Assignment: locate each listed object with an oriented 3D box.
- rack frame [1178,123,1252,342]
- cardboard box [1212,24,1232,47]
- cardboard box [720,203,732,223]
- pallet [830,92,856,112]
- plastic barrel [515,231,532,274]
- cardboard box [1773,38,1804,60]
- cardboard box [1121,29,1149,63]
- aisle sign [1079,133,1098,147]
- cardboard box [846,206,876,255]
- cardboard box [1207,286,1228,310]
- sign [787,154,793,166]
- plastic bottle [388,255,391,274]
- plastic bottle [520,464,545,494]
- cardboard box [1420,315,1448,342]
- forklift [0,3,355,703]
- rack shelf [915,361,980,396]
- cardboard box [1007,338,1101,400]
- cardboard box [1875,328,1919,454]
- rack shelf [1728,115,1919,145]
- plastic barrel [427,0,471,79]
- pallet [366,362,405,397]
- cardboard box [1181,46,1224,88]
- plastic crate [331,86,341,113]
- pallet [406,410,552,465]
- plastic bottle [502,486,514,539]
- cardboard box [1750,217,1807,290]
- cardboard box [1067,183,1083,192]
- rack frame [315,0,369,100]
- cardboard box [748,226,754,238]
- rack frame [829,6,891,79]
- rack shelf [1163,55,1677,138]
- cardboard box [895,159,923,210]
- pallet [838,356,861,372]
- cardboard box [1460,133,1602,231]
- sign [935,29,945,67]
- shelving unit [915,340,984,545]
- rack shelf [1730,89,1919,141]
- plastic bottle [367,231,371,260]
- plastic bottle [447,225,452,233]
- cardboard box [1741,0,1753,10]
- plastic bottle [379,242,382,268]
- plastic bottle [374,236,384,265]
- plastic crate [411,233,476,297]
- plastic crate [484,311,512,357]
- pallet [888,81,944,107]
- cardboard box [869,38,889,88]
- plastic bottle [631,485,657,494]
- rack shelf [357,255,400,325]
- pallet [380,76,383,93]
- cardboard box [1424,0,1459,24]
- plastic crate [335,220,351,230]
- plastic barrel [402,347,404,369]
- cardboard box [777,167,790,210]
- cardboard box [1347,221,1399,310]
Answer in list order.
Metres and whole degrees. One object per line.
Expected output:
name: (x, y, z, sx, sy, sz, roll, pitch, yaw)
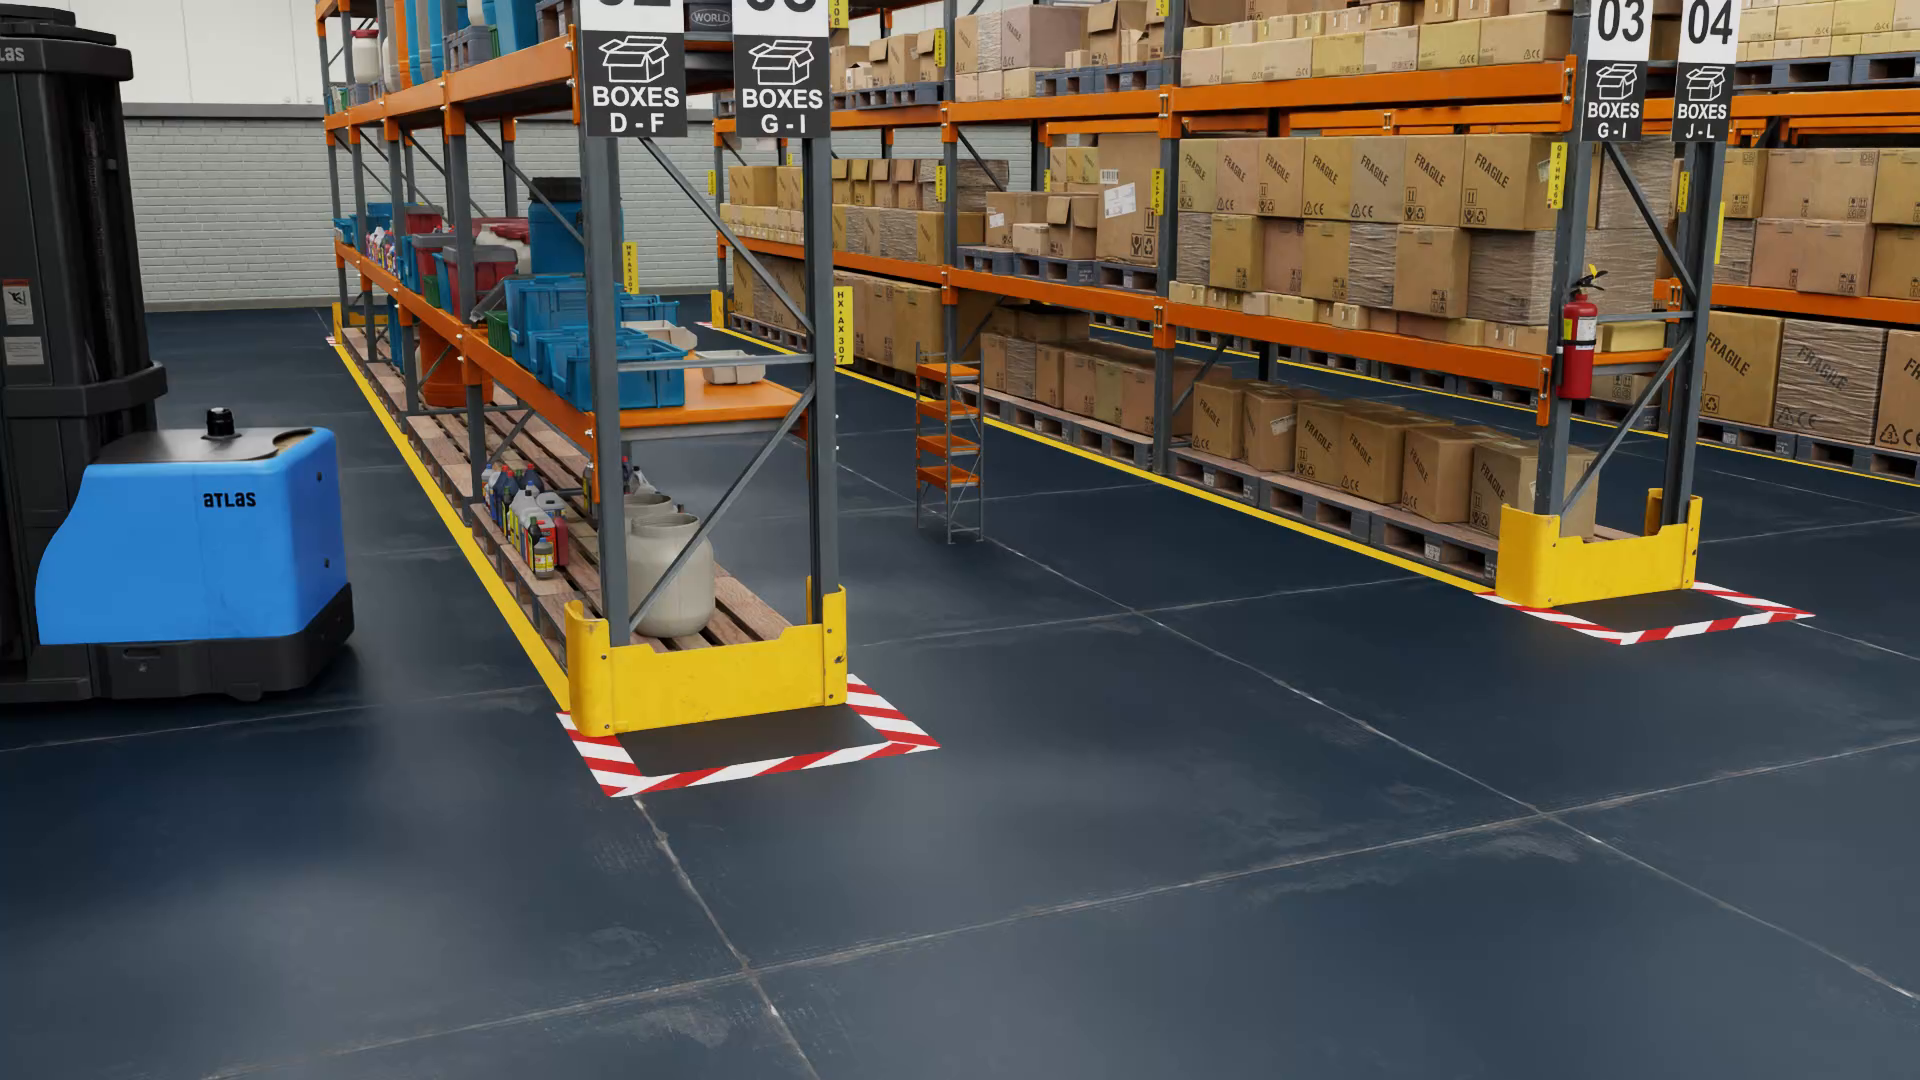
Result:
rack frame: (3.311, -4.074, 21.321, 1.000, 3.000, 0.127, -6, 14, -23)
cardboard box: (1.947, -3.433, 11.346, 0.380, 0.149, 0.250, -6, 14, -26)
cardboard box: (-2.932, -4.422, 22.495, 0.500, 0.250, 0.500, -6, 14, -24)
pallet: (-0.862, -4.830, 18.359, 0.805, 0.209, 1.217, -6, 14, -25)
plastic barrel: (-2.790, -1.831, 11.325, 0.433, 0.535, 0.433, 0, 13, 0)
cardboard box: (6.554, -3.803, 12.900, 0.380, 0.149, 0.250, -6, 14, -23)
cardboard box: (1.462, -3.780, 12.764, 0.396, 0.266, 0.258, -5, 14, -21)
aisle sign: (1.954, -6.209, 24.781, 0.394, 0.787, 0.004, -6, 14, -23)
cardboard box: (-0.917, -3.371, 18.060, 0.500, 0.500, 0.500, -6, 14, -24)
cardboard box: (1.954, -1.698, 11.612, 0.380, 0.149, 0.250, -6, 14, -23)
sign: (-2.374, -5.199, 23.088, 0.100, 0.325, 0.005, -6, 14, -23)
plastic bottle: (-5.080, -2.495, 14.939, 0.097, 0.201, 0.097, 0, 13, 0)
plastic bottle: (-2.533, -0.279, 9.824, 0.144, 0.351, 0.185, -6, 14, -23)
cardboard box: (2.896, -1.237, 9.621, 0.380, 0.149, 0.250, -6, 14, -23)
forklift: (-4.419, -0.781, 7.246, 3.031, 2.935, 1.130, -2, 13, -7)
rack shelf: (-0.066, -1.002, 10.294, 0.258, 0.148, 0.480, -6, 14, -23)
cardboard box: (0.848, -1.567, 15.056, 0.700, 0.500, 0.500, -7, 15, -28)
cardboard box: (7.431, -1.080, 12.165, 0.875, 0.875, 0.875, -6, 14, -24)
rack shelf: (10.209, -4.413, 17.730, 1.077, 0.370, 4.000, -6, 14, -23)
plastic barrel: (-3.011, -3.338, 10.375, 0.600, 0.901, 0.708, -6, 14, -23)
pallet: (-5.542, -1.678, 17.152, 1.003, 0.211, 1.213, -6, 14, -23)
cardboard box: (1.876, -3.266, 11.511, 0.500, 0.250, 0.500, -6, 14, -25)
plastic crate: (-6.810, -4.944, 18.689, 0.437, 0.282, 0.530, -6, 14, -23)
pallet: (-3.936, -0.851, 13.579, 1.003, 0.211, 1.213, -6, 14, -23)
plastic bottle: (-2.561, -0.157, 9.443, 0.061, 0.283, 0.133, -5, 14, -20)
cardboard box: (6.915, -2.308, 13.356, 0.875, 0.550, 0.550, -6, 14, -23)
cardboard box: (1.873, -4.868, 23.870, 0.500, 0.500, 0.500, -6, 14, -23)
rack frame: (-7.415, -6.949, 20.437, 1.000, 3.000, 0.127, -6, 14, -23)
cardboard box: (-2.520, -3.982, 21.482, 0.380, 0.149, 0.250, -6, 14, -24)
rack frame: (-1.274, -6.570, 18.799, 1.000, 3.000, 0.127, -6, 14, -23)
rack shelf: (2.731, -2.692, 10.291, 1.077, 0.370, 4.000, -6, 14, -23)
cardboard box: (-0.209, -3.645, 17.022, 0.797, 0.503, 0.637, -5, 14, -22)
pallet: (-0.896, -2.136, 19.130, 1.003, 0.211, 1.213, -6, 14, -23)
cardboard box: (3.086, -1.940, 9.000, 0.500, 0.500, 0.500, -6, 14, -23)
sign: (-0.184, -4.524, 15.290, 0.100, 0.325, 0.005, -6, 14, -23)
shelving unit: (-0.066, -0.619, 10.382, 0.258, 1.200, 0.503, -6, 14, -23)
rack shelf: (7.316, -3.119, 12.137, 1.077, 0.370, 4.000, -6, 14, -23)
plastic bottle: (-6.003, -3.001, 16.943, 0.061, 0.283, 0.133, -6, 14, -23)
plastic bottle: (-5.145, -3.015, 16.855, 0.144, 0.351, 0.185, -6, 14, -23)
cardboard box: (6.350, -4.296, 13.263, 0.380, 0.149, 0.250, -5, 14, -22)
plastic bottle: (-5.452, -2.721, 15.760, 0.097, 0.271, 0.097, 0, 13, 0)
plastic bottle: (-5.605, -2.818, 16.168, 0.152, 0.276, 0.135, -6, 14, -23)
plastic crate: (-3.843, -2.043, 12.402, 0.402, 0.464, 0.583, -6, 14, -23)
plastic crate: (-2.323, -1.138, 9.103, 0.450, 0.188, 0.662, -6, 14, -23)
pallet: (0.021, -4.318, 16.142, 1.213, 0.211, 1.003, -5, 14, -20)
cardboard box: (-0.510, -4.957, 17.323, 0.797, 0.503, 0.637, -6, 14, -24)
plastic bottle: (-1.818, -0.187, 9.590, 0.152, 0.276, 0.135, -5, 14, -22)
rack shelf: (-5.012, -2.436, 15.838, 1.077, 0.370, 4.000, -6, 14, -23)
pallet: (-4.427, -3.909, 14.376, 1.003, 0.211, 1.213, -6, 14, -23)
cardboard box: (2.806, -2.940, 9.217, 0.380, 0.149, 0.250, -6, 14, -23)
plastic crate: (-7.354, -3.757, 20.189, 0.416, 0.233, 0.300, -6, 14, -23)
plastic barrel: (-5.182, -1.807, 16.112, 0.421, 0.512, 0.421, 0, 13, 0)
cardboard box: (-1.901, -4.259, 20.129, 0.500, 0.500, 0.500, -5, 14, -22)
cardboard box: (2.866, -1.677, 10.083, 0.875, 0.500, 0.500, -6, 14, -23)
